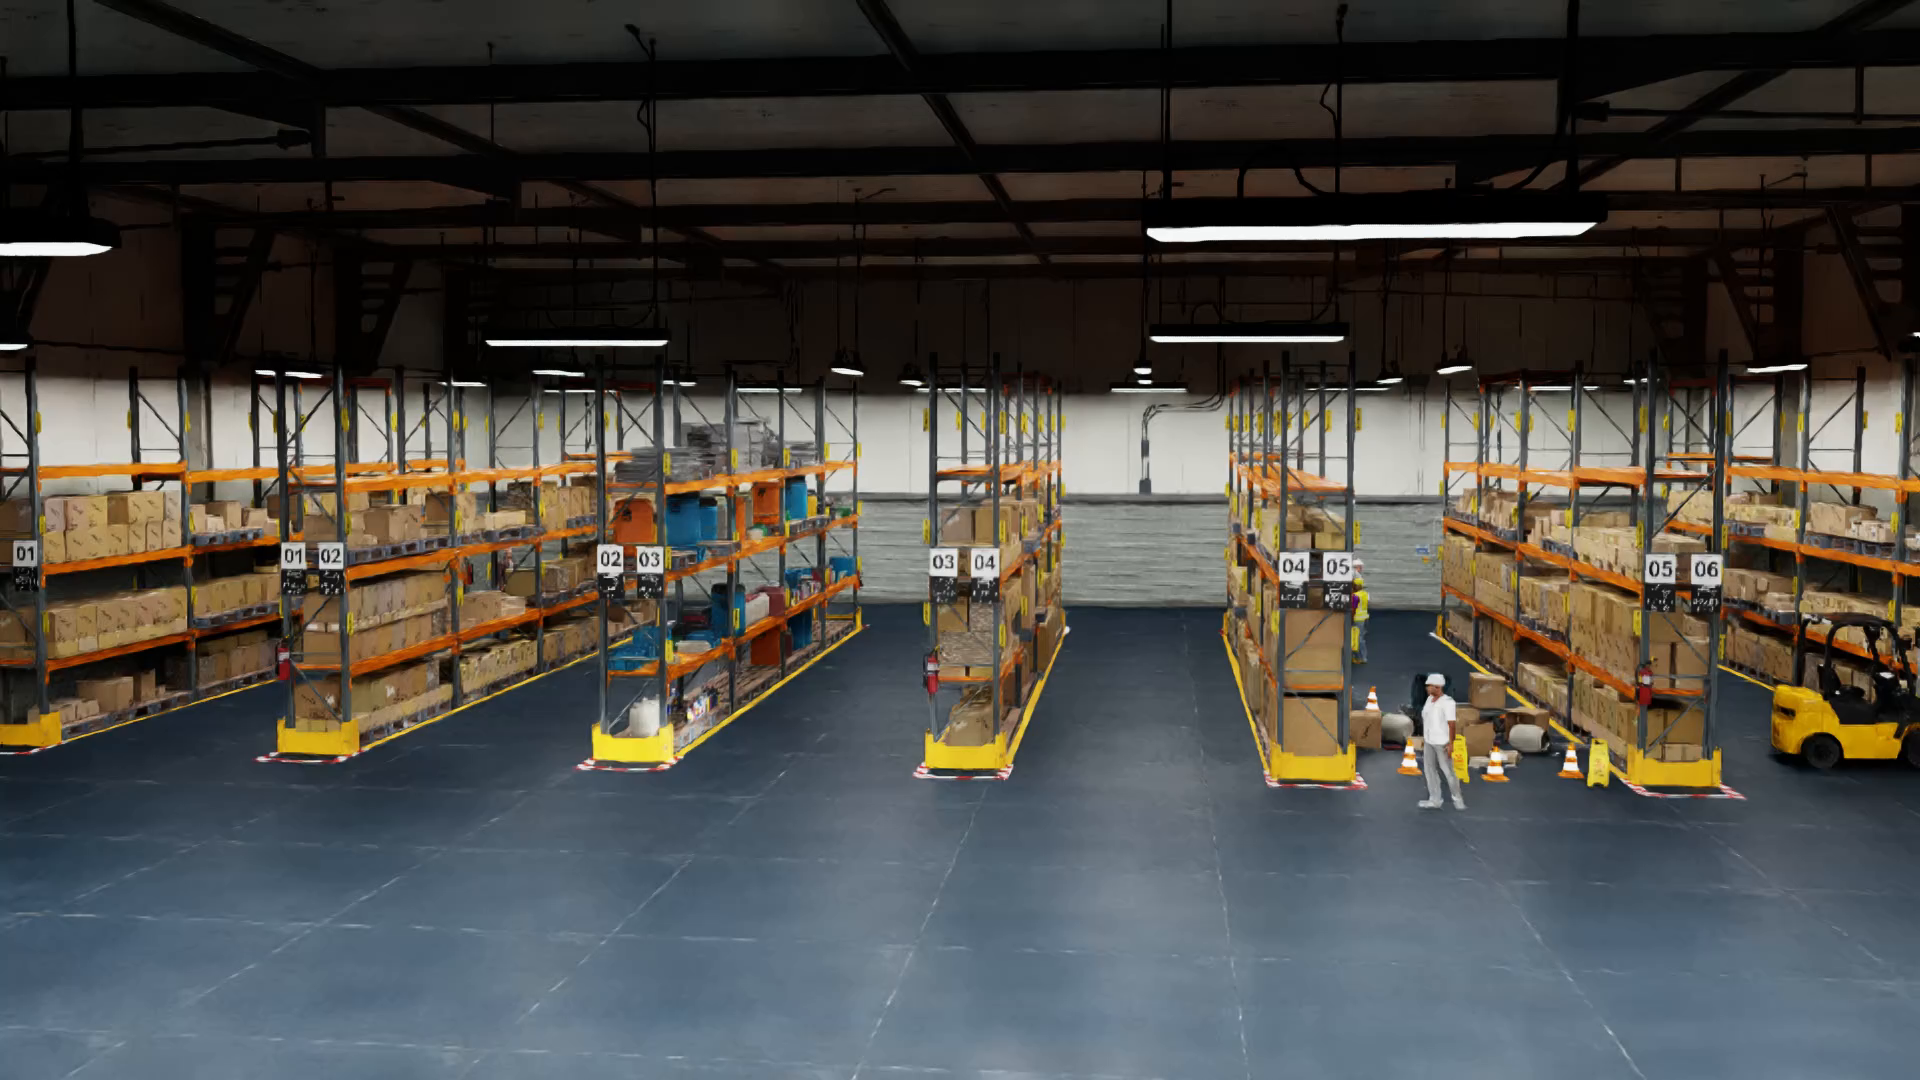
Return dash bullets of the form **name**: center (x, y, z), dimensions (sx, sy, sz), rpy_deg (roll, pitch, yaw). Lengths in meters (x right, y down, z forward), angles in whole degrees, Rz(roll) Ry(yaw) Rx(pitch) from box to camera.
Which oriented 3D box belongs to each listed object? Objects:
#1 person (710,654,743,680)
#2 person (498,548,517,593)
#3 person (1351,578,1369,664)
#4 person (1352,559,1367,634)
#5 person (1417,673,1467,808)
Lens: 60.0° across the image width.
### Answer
- **person**: center (-4.422, 1.911, 31.747), dimensions (0.506, 1.590, 0.577), rpy_deg (-3, 5, -39)
- **person**: center (-11.503, 1.093, 42.520), dimensions (0.577, 1.774, 0.766), rpy_deg (4, 5, 41)
- **person**: center (8.253, 1.661, 34.573), dimensions (0.580, 1.763, 0.673), rpy_deg (3, 5, 36)
- **person**: center (9.318, 1.344, 39.083), dimensions (0.501, 1.786, 0.648), rpy_deg (1, 4, 17)
- **person**: center (6.257, 2.607, 21.601), dimensions (0.540, 1.759, 0.659), rpy_deg (-1, 4, -20)
